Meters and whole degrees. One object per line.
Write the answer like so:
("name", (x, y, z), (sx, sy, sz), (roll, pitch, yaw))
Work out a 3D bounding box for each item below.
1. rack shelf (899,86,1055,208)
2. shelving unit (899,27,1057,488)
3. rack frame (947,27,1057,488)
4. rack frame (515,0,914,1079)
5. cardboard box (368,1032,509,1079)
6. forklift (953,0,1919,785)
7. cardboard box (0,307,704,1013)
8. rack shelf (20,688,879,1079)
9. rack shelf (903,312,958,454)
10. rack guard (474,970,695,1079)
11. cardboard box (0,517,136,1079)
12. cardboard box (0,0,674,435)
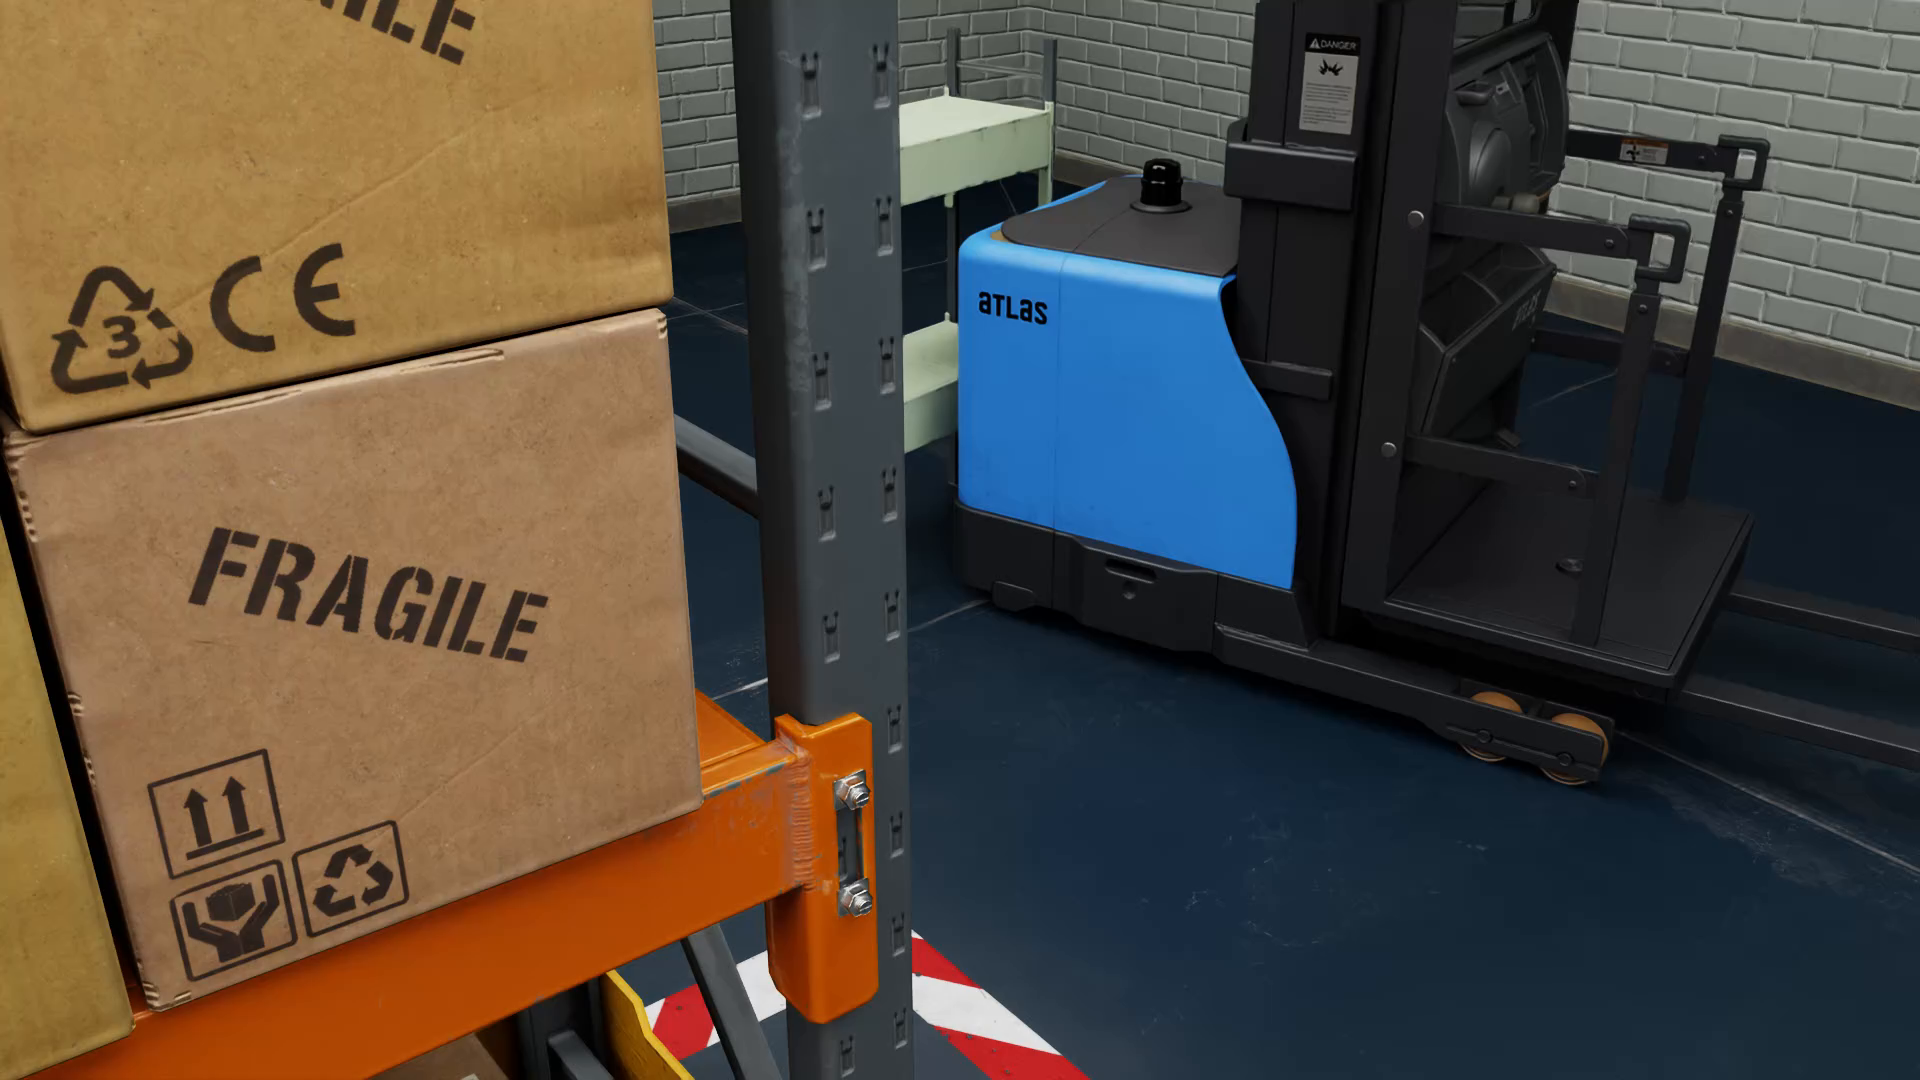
("rack shelf", (-0.112, -1.053, 4.809), (0.431, 0.370, 0.720), (19, 31, 35))
("shelving unit", (-0.112, -0.699, 4.974), (0.431, 1.500, 0.755), (19, 31, 35))
("rack frame", (0.121, -0.817, 5.230), (0.400, 1.500, 0.023), (19, 31, 35))
("rack frame", (-0.410, -0.151, 2.011), (0.053, 2.616, 0.949), (-18, 31, -34))
("cardboard box", (-0.684, 1.008, 1.962), (0.500, 0.500, 0.500), (-18, 31, -34))
("forklift", (1.497, -0.998, 3.919), (3.031, 2.935, 1.130), (15, 29, 29))
("cardboard box", (-0.592, 0.012, 1.543), (0.500, 0.500, 0.500), (-17, 30, -32))
("rack shelf", (-1.982, 0.696, 1.041), (4.000, 0.370, 1.077), (-18, 31, -34))
("rack shelf", (-0.112, -0.403, 5.111), (0.431, 0.370, 0.720), (19, 31, 35))
("rack guard", (-0.468, 1.004, 2.493), (0.348, 0.500, 1.175), (-18, 31, -34))
("cardboard box", (-0.999, 0.148, 1.250), (0.500, 0.500, 0.500), (-18, 30, -34))
("cardboard box", (-0.588, -0.442, 1.332), (0.500, 0.500, 0.500), (-19, 31, -34))
